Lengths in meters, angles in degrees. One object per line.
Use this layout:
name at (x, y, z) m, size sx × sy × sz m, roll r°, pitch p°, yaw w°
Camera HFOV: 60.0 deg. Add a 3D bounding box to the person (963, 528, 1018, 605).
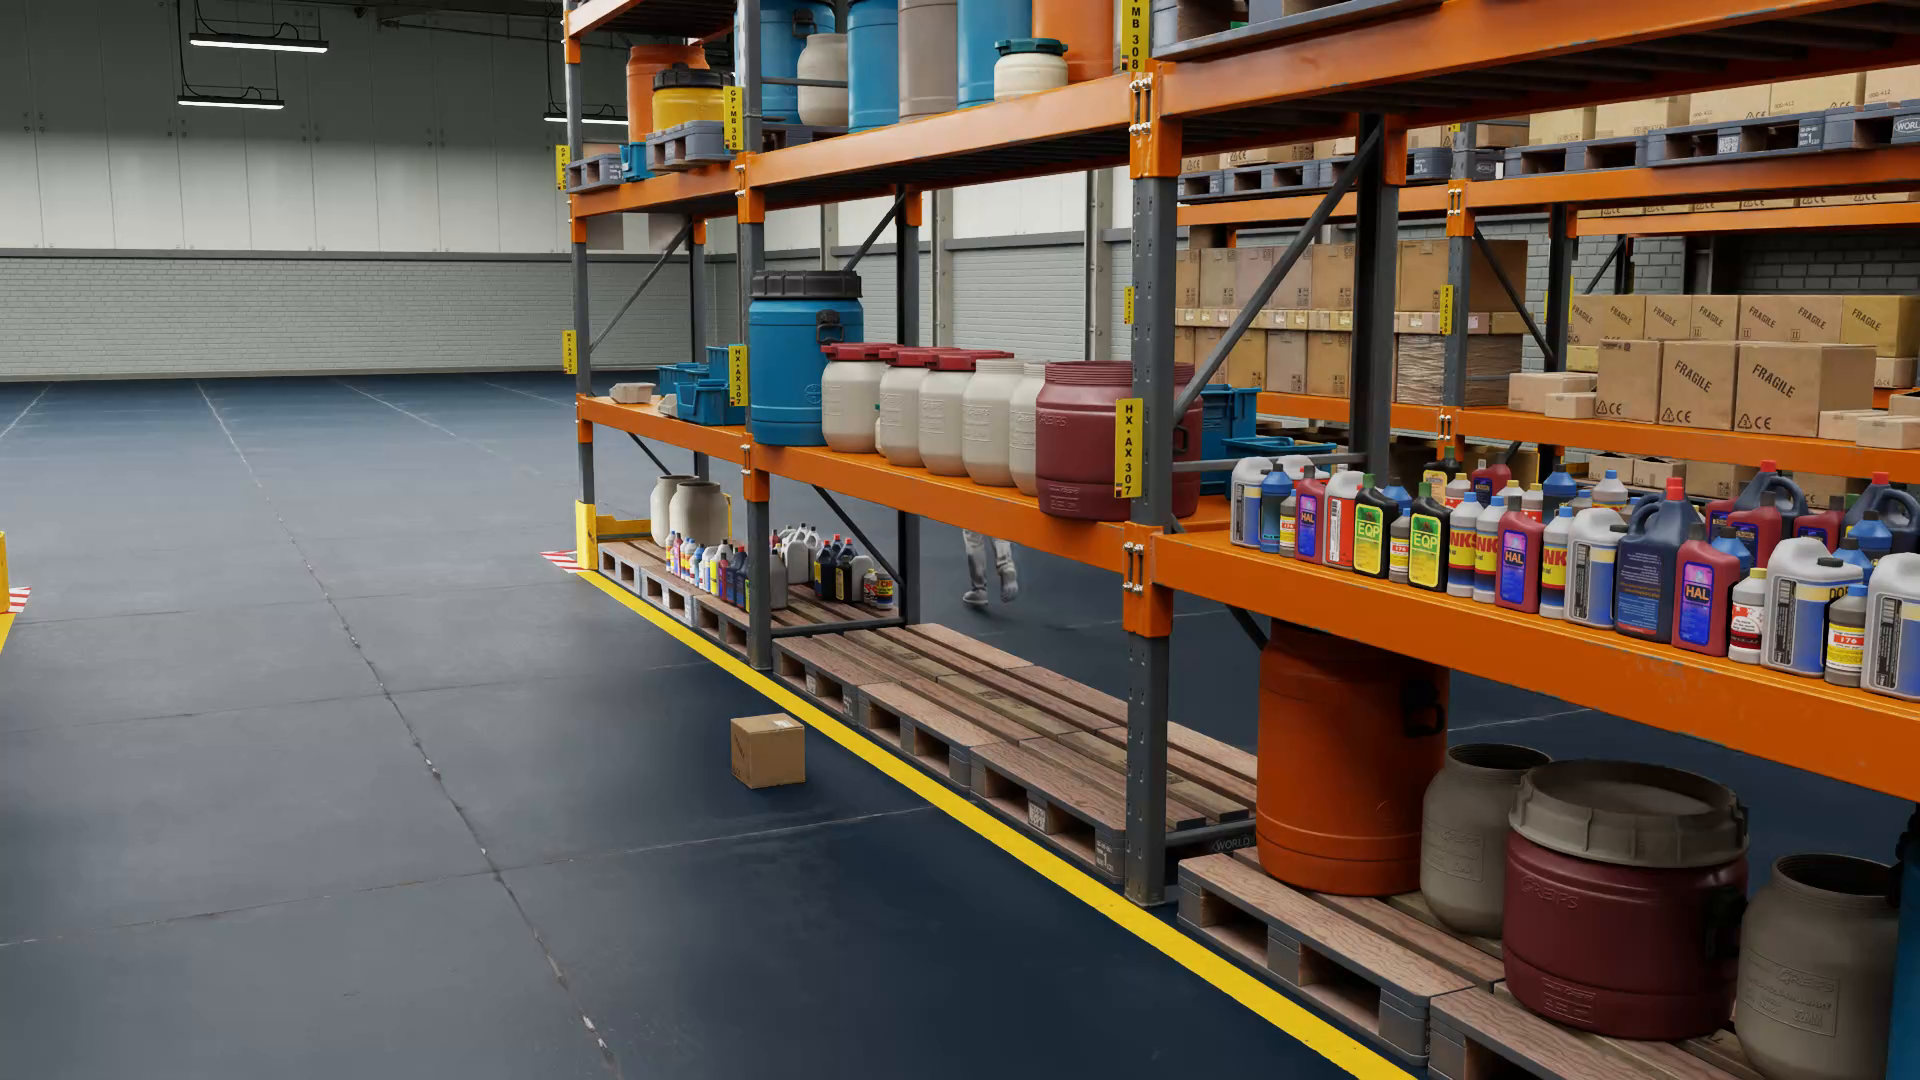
person at (0.168, -0.405, 10.963) m, size 0.483 × 1.683 × 0.458 m, roll -4°, pitch 9°, yaw -24°
